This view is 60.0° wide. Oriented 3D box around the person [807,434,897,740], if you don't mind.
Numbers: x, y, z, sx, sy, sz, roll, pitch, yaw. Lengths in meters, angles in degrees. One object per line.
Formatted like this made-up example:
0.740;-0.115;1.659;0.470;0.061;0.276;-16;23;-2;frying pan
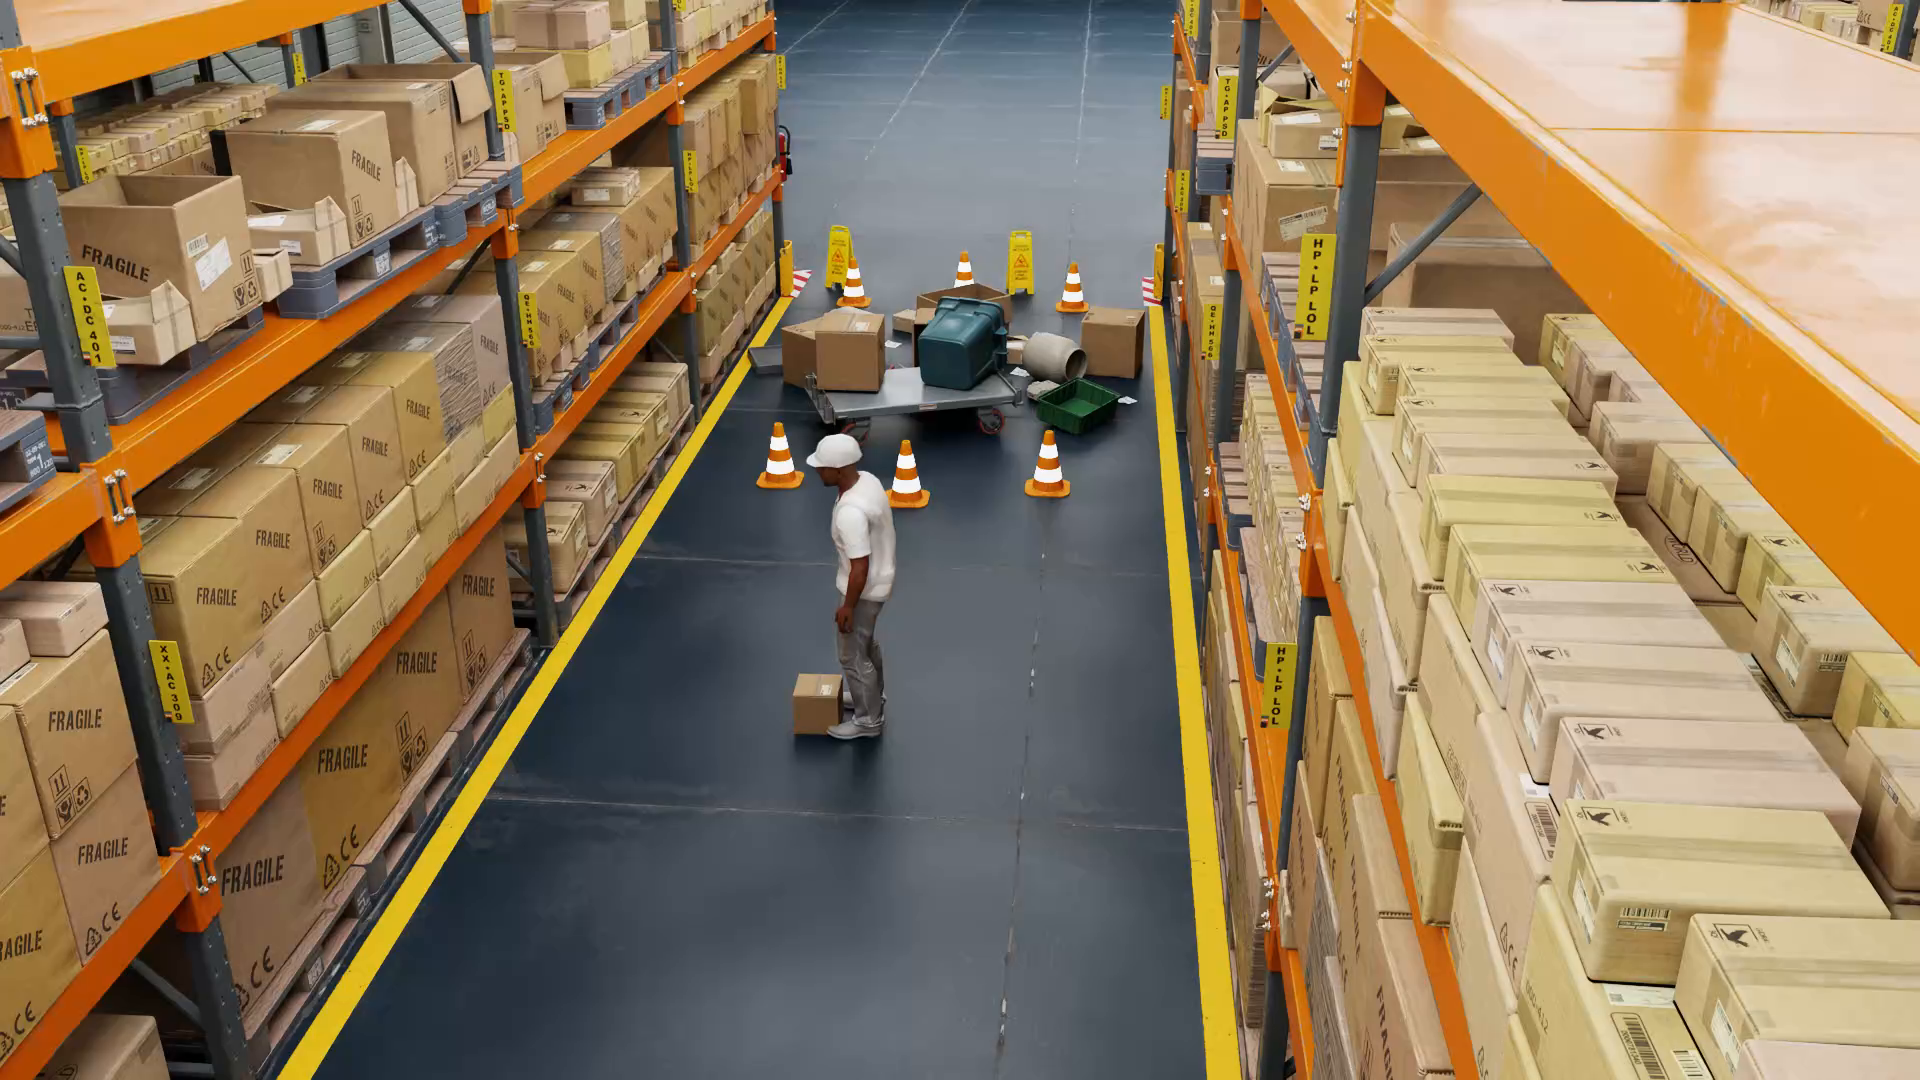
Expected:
-0.573;0.244;9.048;0.462;1.757;0.635;1;24;3;person
